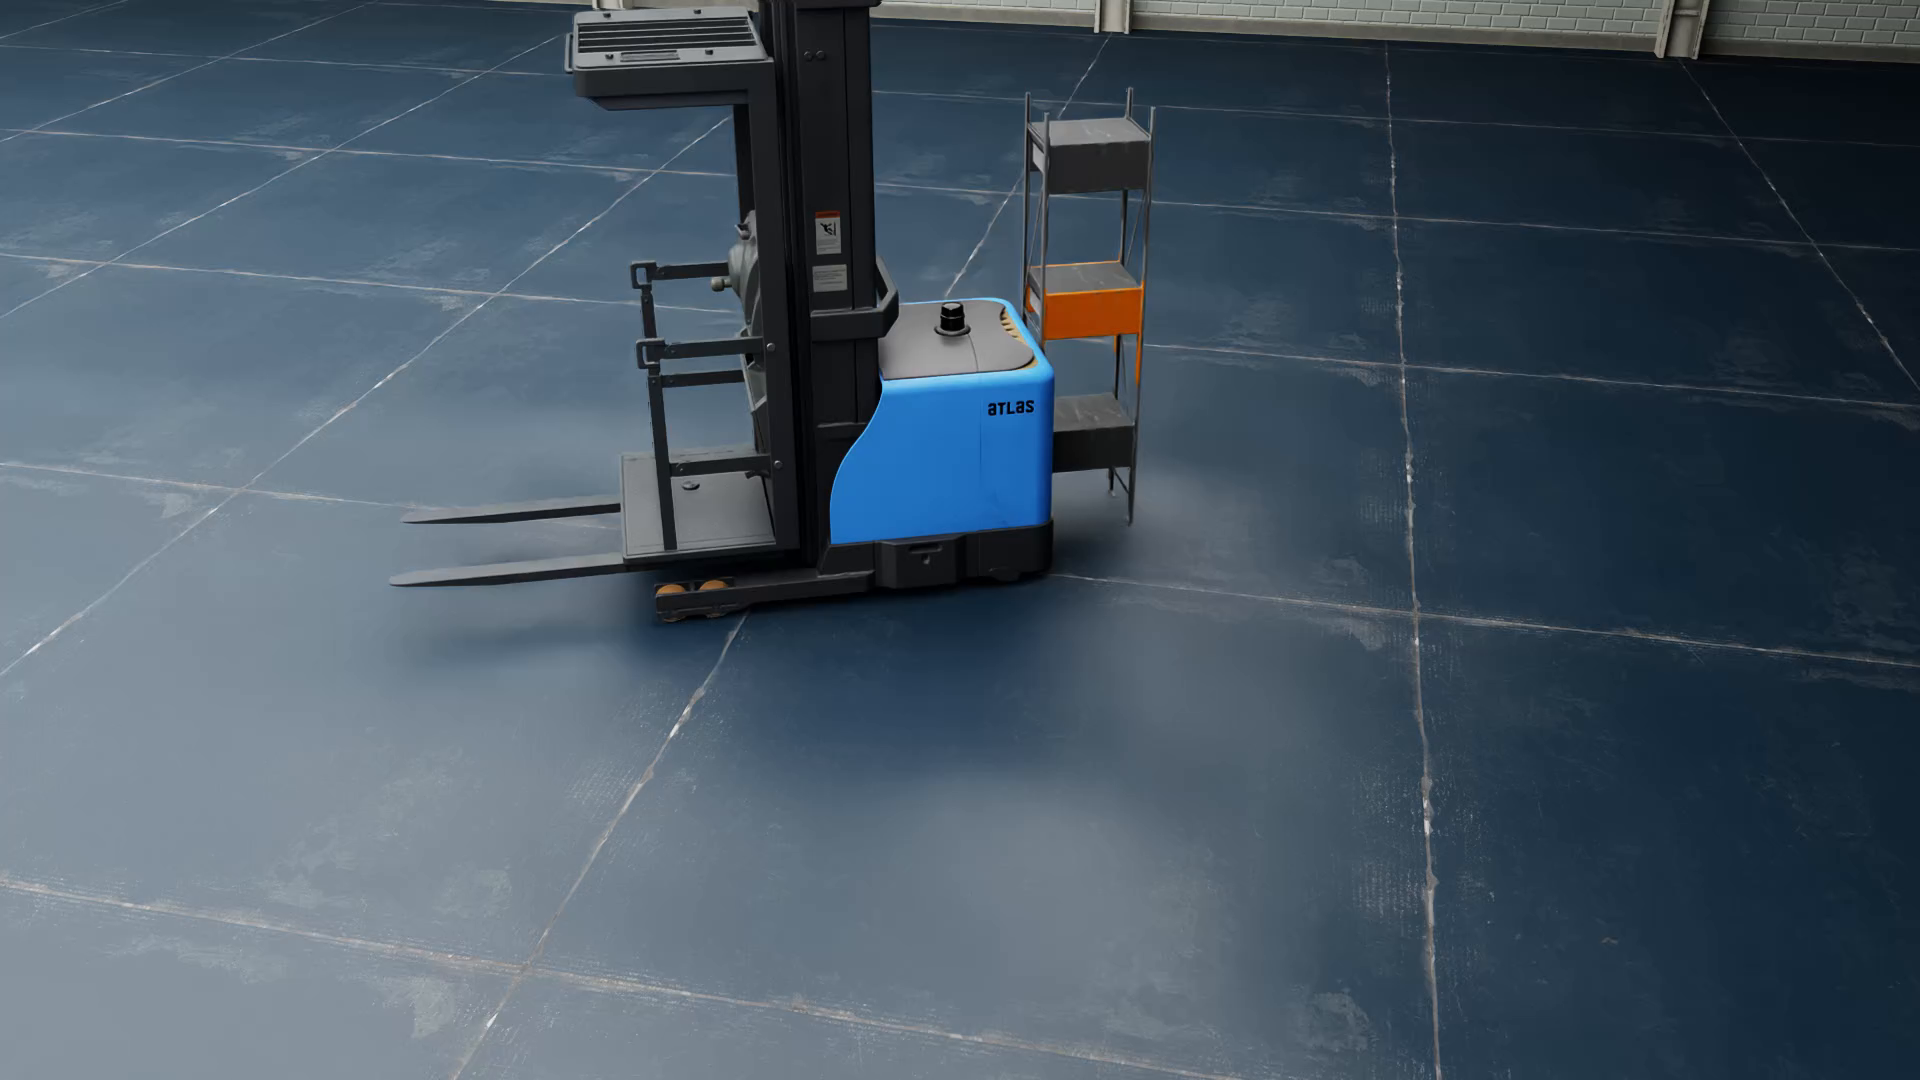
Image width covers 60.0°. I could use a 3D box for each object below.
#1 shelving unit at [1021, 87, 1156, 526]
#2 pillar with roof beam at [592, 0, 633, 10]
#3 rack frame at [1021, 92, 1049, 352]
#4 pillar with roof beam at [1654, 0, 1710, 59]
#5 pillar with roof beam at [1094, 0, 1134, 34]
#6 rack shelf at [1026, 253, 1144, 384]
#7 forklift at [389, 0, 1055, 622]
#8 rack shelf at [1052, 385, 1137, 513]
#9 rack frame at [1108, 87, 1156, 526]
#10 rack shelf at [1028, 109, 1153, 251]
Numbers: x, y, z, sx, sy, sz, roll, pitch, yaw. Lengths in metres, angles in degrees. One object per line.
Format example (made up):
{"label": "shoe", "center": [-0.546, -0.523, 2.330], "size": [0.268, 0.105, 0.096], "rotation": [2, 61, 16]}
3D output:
{"label": "shelving unit", "center": [0.586, -1.064, 8.008], "size": [0.503, 2.100, 0.431], "rotation": [-5, 29, -10]}
{"label": "pillar with roof beam", "center": [-5.038, -8.276, 13.996], "size": [0.400, 9.000, 9.100], "rotation": [6, 29, 11]}
{"label": "rack frame", "center": [0.347, -1.042, 7.966], "size": [0.015, 2.100, 0.400], "rotation": [-5, 29, -10]}
{"label": "pillar with roof beam", "center": [6.698, -7.072, 11.798], "size": [0.400, 9.000, 9.100], "rotation": [6, 29, 11]}
{"label": "pillar with roof beam", "center": [0.830, -7.674, 12.897], "size": [0.400, 9.000, 9.100], "rotation": [6, 29, 11]}
{"label": "rack shelf", "center": [0.586, -1.053, 8.014], "size": [0.480, 0.518, 0.431], "rotation": [-5, 29, -10]}
{"label": "forklift", "center": [-1.130, -1.190, 7.372], "size": [3.031, 2.935, 1.130], "rotation": [-5, 29, -10]}
{"label": "rack shelf", "center": [0.586, -0.439, 8.351], "size": [0.480, 0.518, 0.431], "rotation": [-5, 29, -10]}
{"label": "rack frame", "center": [0.825, -1.087, 8.049], "size": [0.015, 2.100, 0.400], "rotation": [-5, 29, -10]}
{"label": "rack shelf", "center": [0.586, -1.667, 7.678], "size": [0.480, 0.518, 0.431], "rotation": [-5, 29, -10]}
